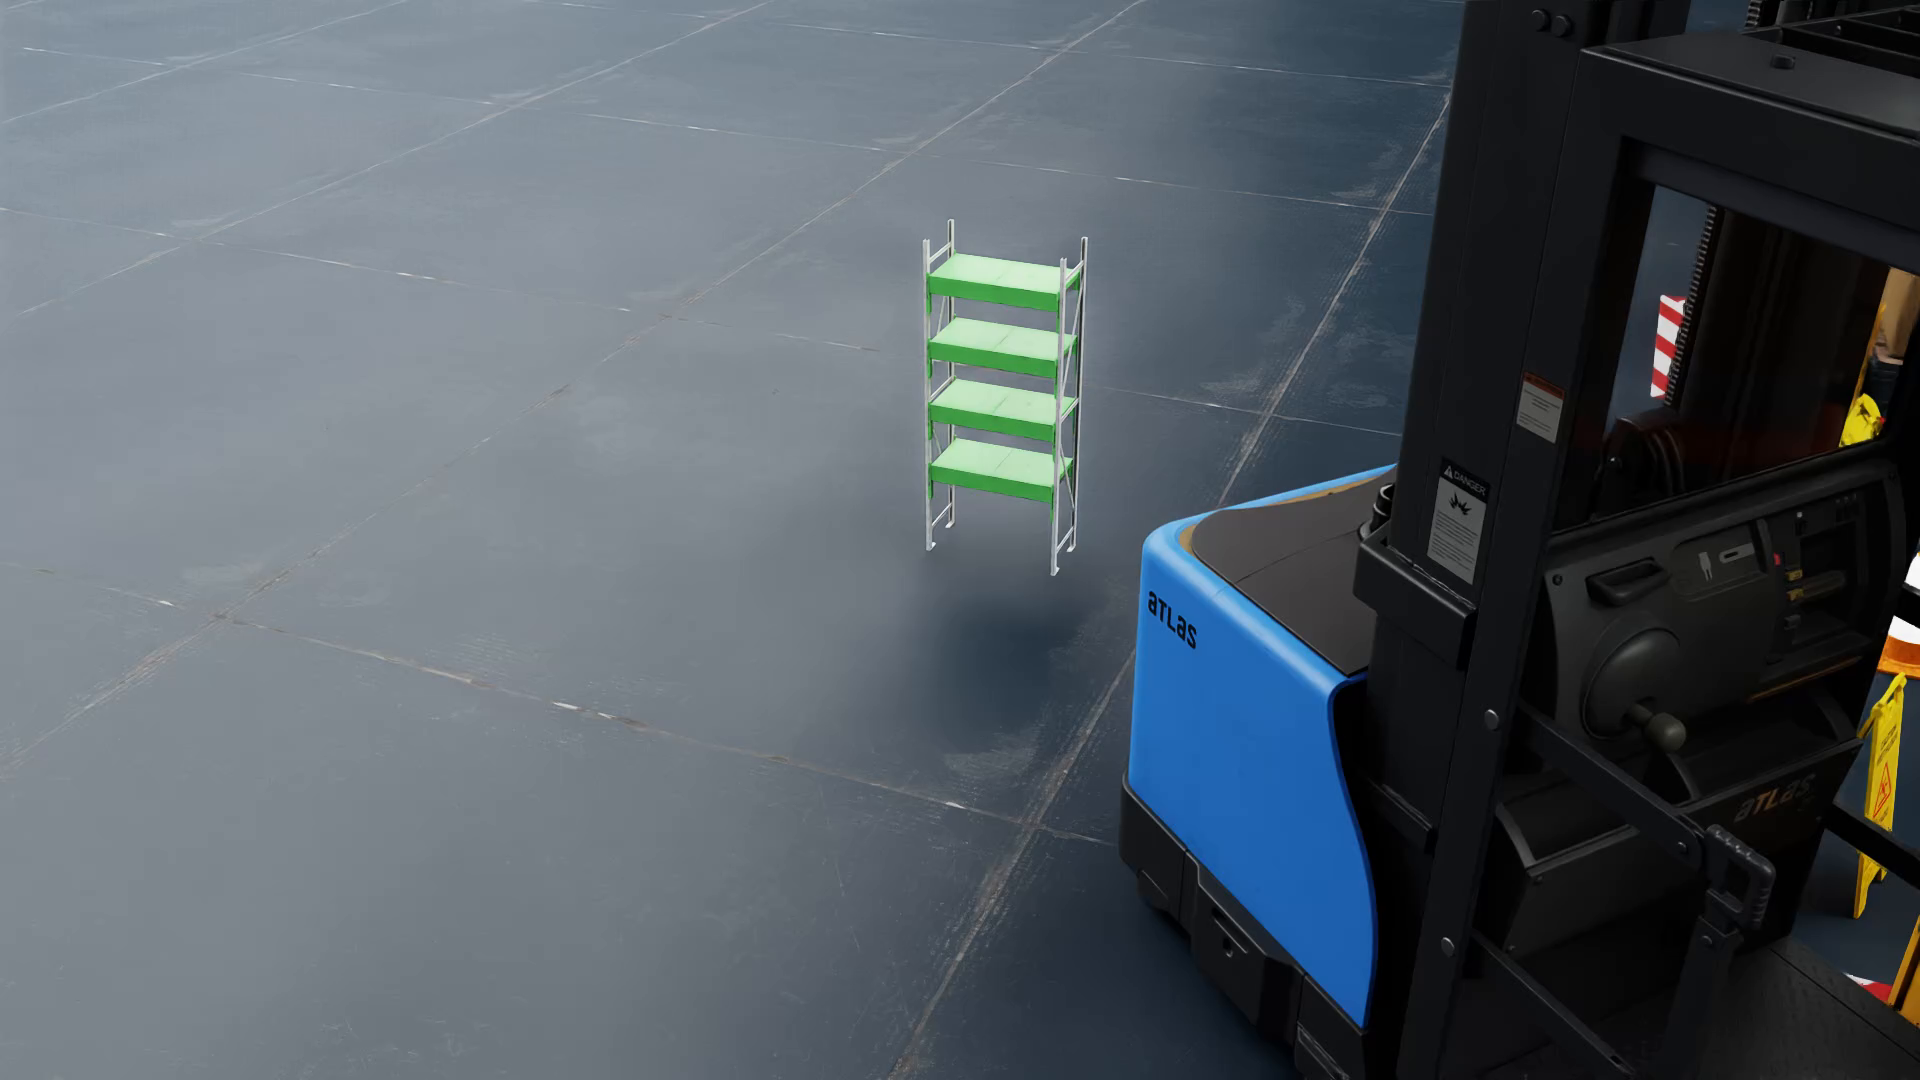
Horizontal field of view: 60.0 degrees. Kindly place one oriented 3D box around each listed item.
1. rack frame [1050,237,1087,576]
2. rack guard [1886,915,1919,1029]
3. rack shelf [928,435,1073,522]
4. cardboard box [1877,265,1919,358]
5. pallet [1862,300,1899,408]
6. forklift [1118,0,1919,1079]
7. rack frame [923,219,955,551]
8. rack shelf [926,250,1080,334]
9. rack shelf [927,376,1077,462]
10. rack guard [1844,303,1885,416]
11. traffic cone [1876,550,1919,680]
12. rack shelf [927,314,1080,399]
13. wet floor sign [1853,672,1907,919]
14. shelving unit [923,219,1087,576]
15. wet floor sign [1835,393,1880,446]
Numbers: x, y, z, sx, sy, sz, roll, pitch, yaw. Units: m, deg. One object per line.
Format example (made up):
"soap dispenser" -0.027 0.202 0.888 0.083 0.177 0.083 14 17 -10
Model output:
"rack frame" 0.379 -0.447 5.821 0.015 1.200 0.240 11 31 19
"rack guard" 2.249 1.250 3.530 0.348 0.500 1.175 11 31 19
"rack shelf" 0.153 -0.227 6.050 0.480 0.148 0.258 11 31 19
"cardboard box" 4.599 -1.290 7.217 0.875 0.875 0.875 11 31 19
"pallet" 4.716 -0.802 7.454 1.213 0.211 1.003 11 31 19
"forklift" 1.555 0.167 2.977 1.130 2.935 3.031 -14 32 -23
"rack frame" -0.073 -0.537 5.980 0.015 1.200 0.240 11 31 19
"rack shelf" 0.153 -0.854 5.696 0.480 0.148 0.258 11 31 19
"rack shelf" 0.153 -0.436 5.932 0.480 0.148 0.258 11 31 19
"rack guard" 3.923 -1.044 7.589 0.348 0.500 1.175 11 31 19
"traffic cone" 3.164 0.175 5.471 0.334 0.463 0.336 11 31 19
"rack shelf" 0.153 -0.645 5.814 0.480 0.148 0.258 11 31 19
"wet floor sign" 2.404 0.650 4.445 0.232 0.644 0.267 24 37 36
"shelving unit" 0.153 -0.492 5.901 0.503 1.200 0.258 11 31 19
"wet floor sign" 3.174 -0.206 5.958 0.232 0.644 0.267 6 30 11
